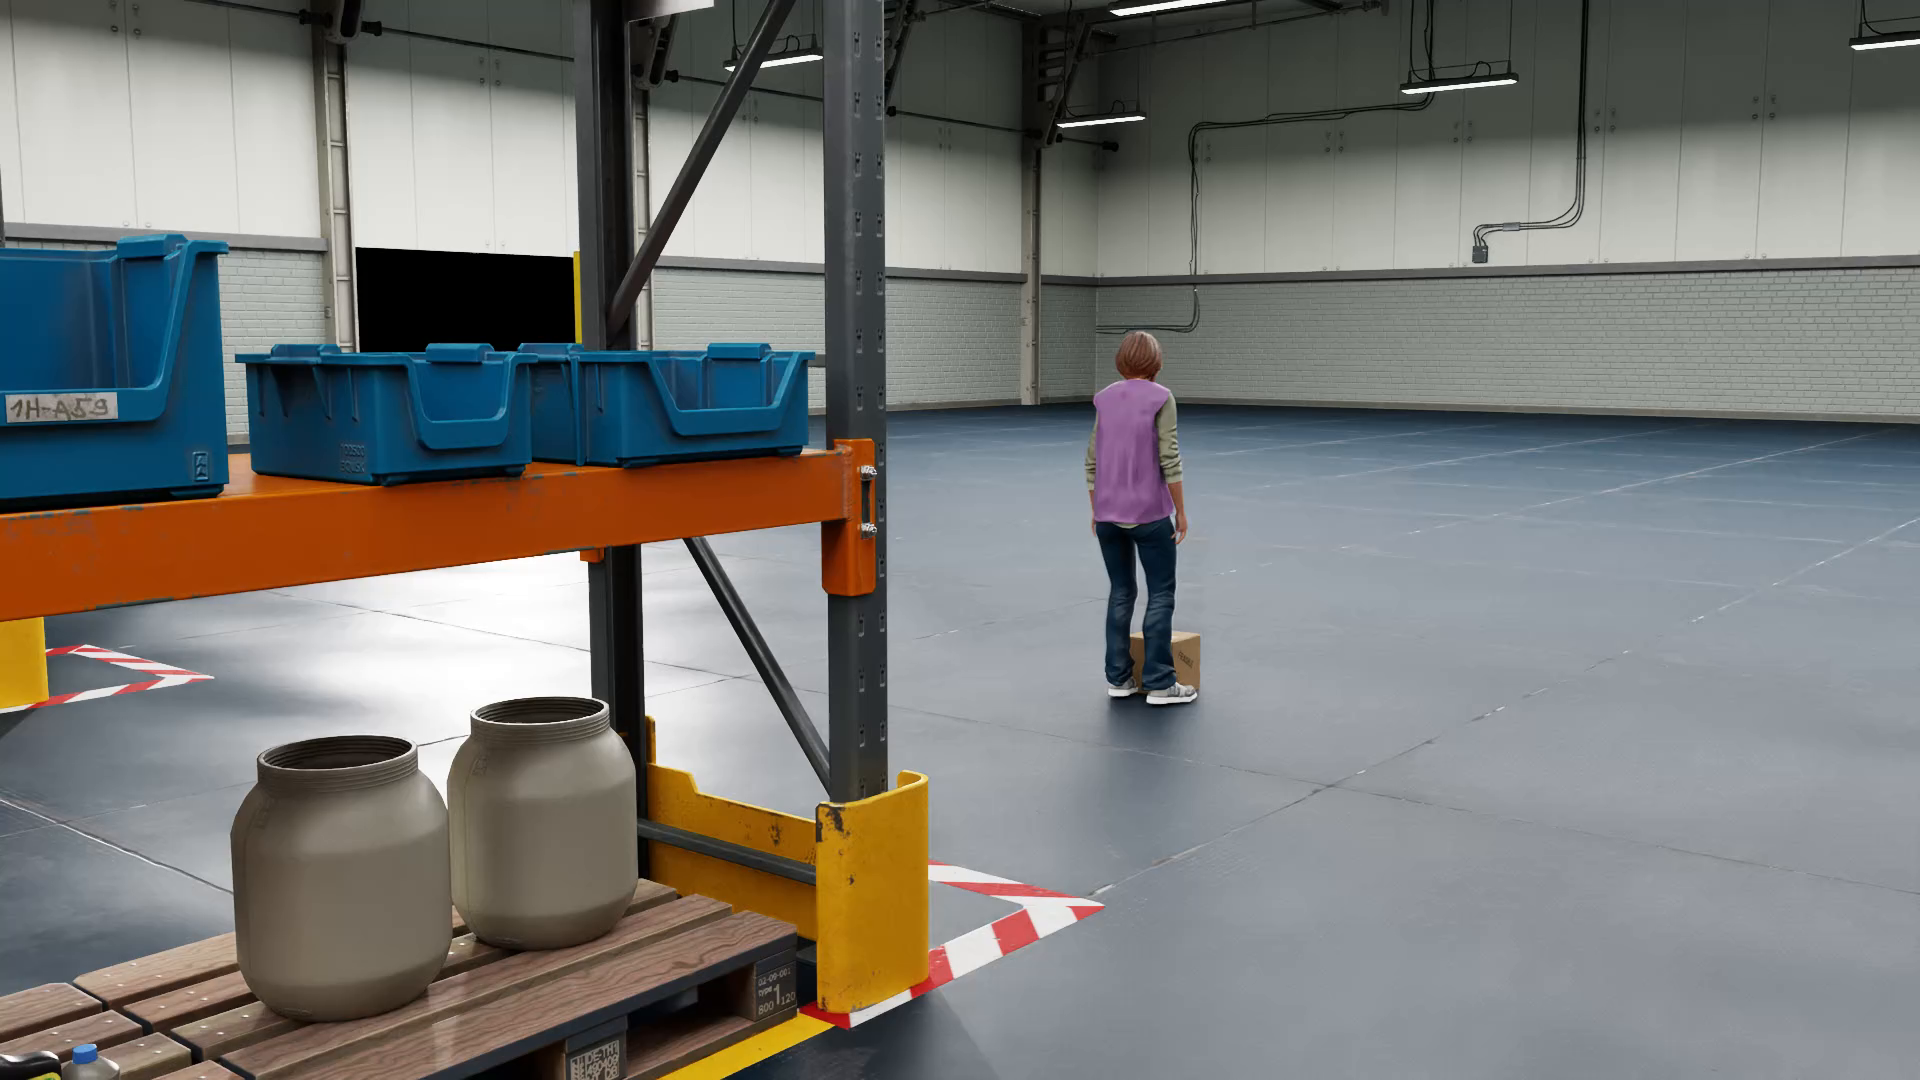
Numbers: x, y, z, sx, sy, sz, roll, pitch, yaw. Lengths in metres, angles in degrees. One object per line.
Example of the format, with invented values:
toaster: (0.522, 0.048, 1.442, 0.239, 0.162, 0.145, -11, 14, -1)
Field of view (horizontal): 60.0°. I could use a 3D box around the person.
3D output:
person: (0.770, -0.091, 7.176, 0.482, 1.580, 0.378, 5, 8, 35)
